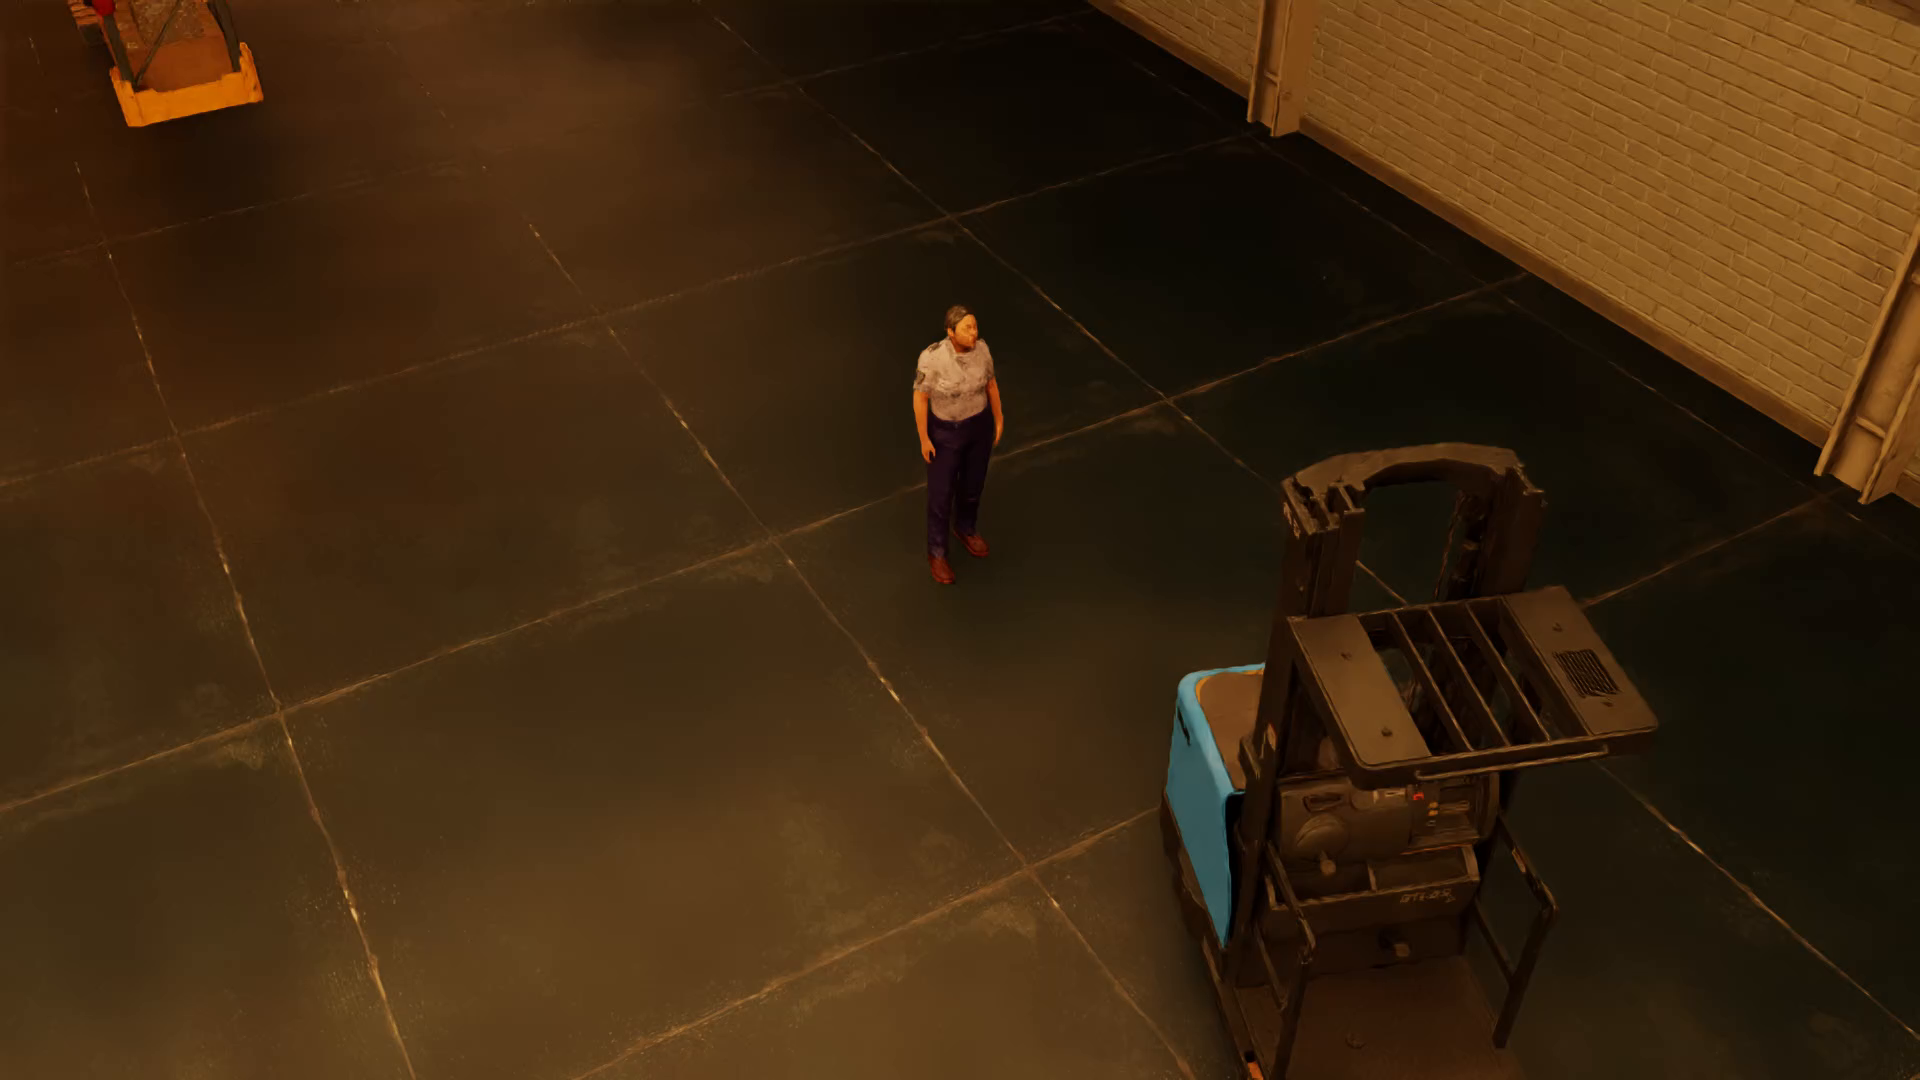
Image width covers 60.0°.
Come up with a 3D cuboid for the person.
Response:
[{"bbox_3d":[0.025,-0.583,9.733,0.599,1.650,0.502,-20,44,-23],"label":"person"}]

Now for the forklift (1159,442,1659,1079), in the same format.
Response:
[{"bbox_3d":[1.782,1.203,6.586,1.130,2.935,3.031,-7,40,-8],"label":"forklift"}]
